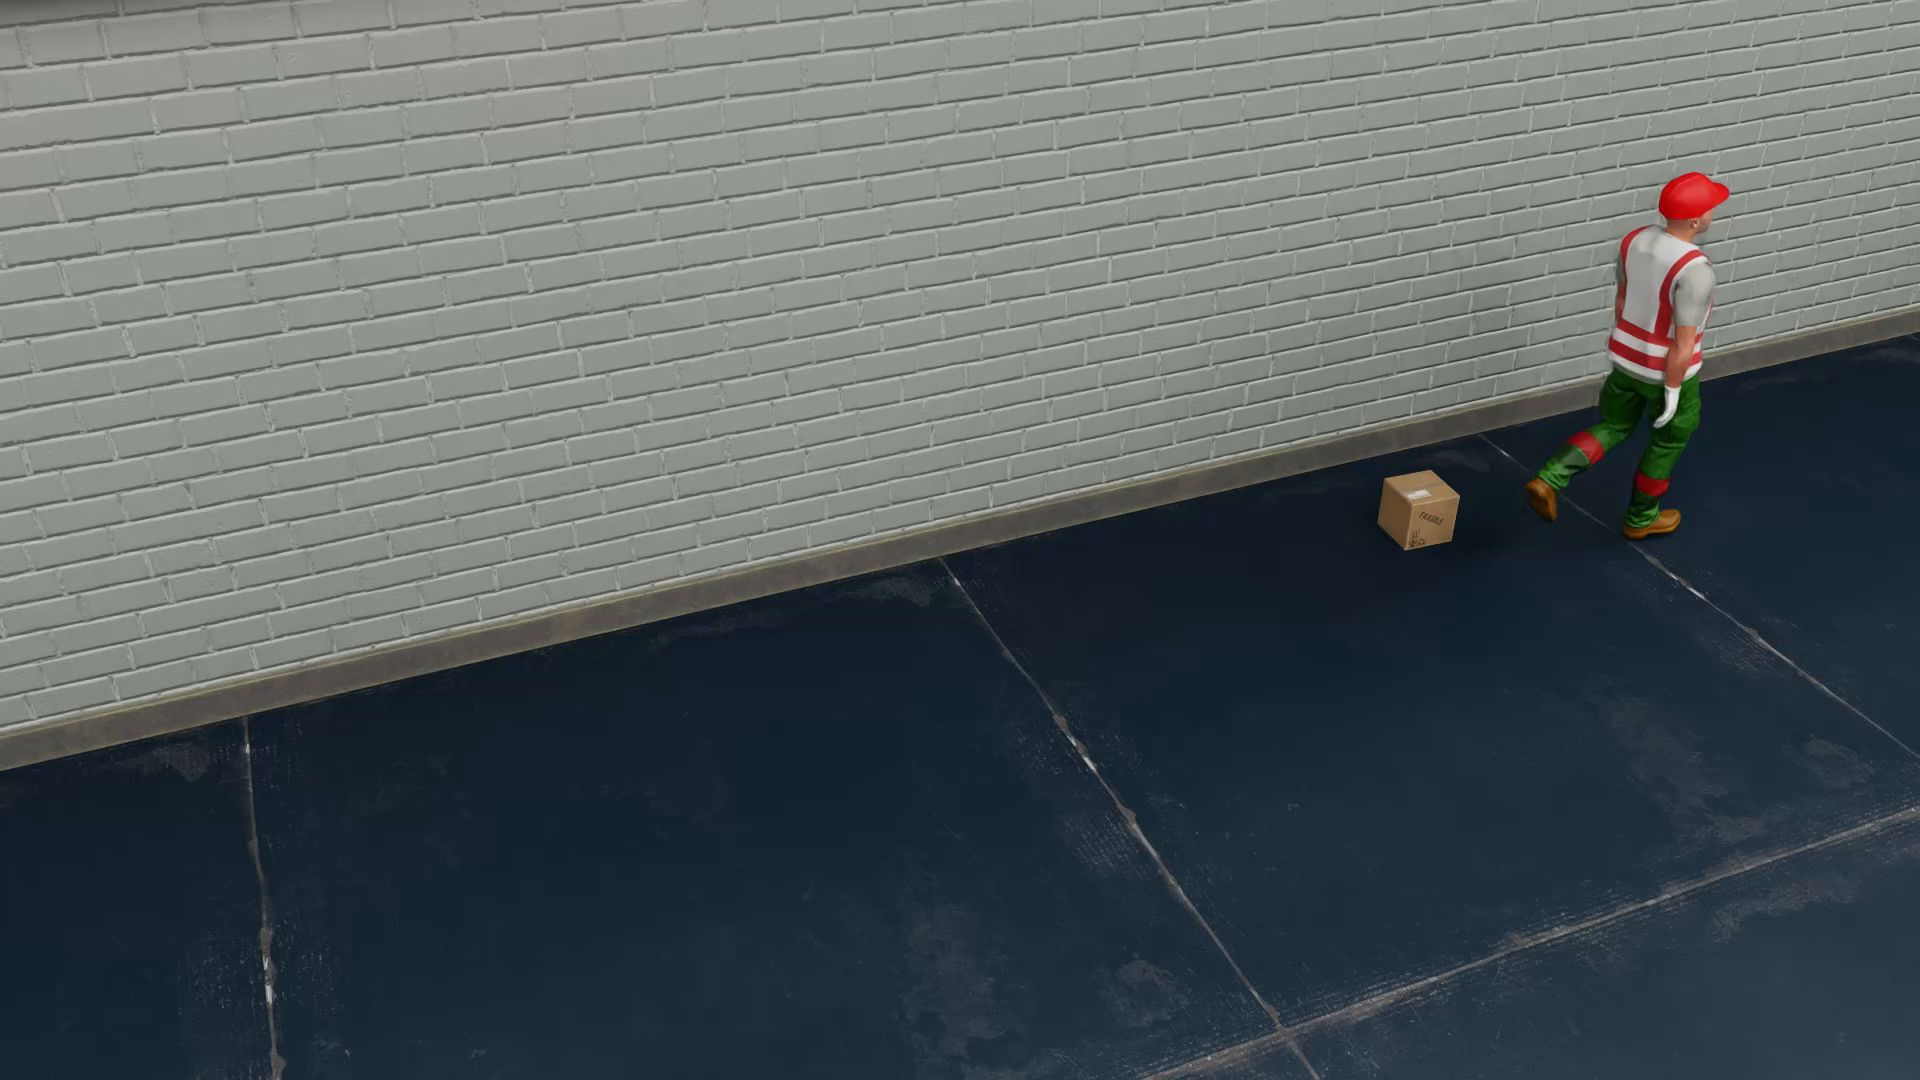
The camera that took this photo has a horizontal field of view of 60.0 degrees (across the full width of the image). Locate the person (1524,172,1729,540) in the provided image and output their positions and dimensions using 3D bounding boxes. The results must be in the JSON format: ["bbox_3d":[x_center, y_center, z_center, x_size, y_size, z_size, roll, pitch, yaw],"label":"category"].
[{"bbox_3d":[2.976,-0.764,7.262,0.800,1.768,0.540,-14,36,-20],"label":"person"}]
